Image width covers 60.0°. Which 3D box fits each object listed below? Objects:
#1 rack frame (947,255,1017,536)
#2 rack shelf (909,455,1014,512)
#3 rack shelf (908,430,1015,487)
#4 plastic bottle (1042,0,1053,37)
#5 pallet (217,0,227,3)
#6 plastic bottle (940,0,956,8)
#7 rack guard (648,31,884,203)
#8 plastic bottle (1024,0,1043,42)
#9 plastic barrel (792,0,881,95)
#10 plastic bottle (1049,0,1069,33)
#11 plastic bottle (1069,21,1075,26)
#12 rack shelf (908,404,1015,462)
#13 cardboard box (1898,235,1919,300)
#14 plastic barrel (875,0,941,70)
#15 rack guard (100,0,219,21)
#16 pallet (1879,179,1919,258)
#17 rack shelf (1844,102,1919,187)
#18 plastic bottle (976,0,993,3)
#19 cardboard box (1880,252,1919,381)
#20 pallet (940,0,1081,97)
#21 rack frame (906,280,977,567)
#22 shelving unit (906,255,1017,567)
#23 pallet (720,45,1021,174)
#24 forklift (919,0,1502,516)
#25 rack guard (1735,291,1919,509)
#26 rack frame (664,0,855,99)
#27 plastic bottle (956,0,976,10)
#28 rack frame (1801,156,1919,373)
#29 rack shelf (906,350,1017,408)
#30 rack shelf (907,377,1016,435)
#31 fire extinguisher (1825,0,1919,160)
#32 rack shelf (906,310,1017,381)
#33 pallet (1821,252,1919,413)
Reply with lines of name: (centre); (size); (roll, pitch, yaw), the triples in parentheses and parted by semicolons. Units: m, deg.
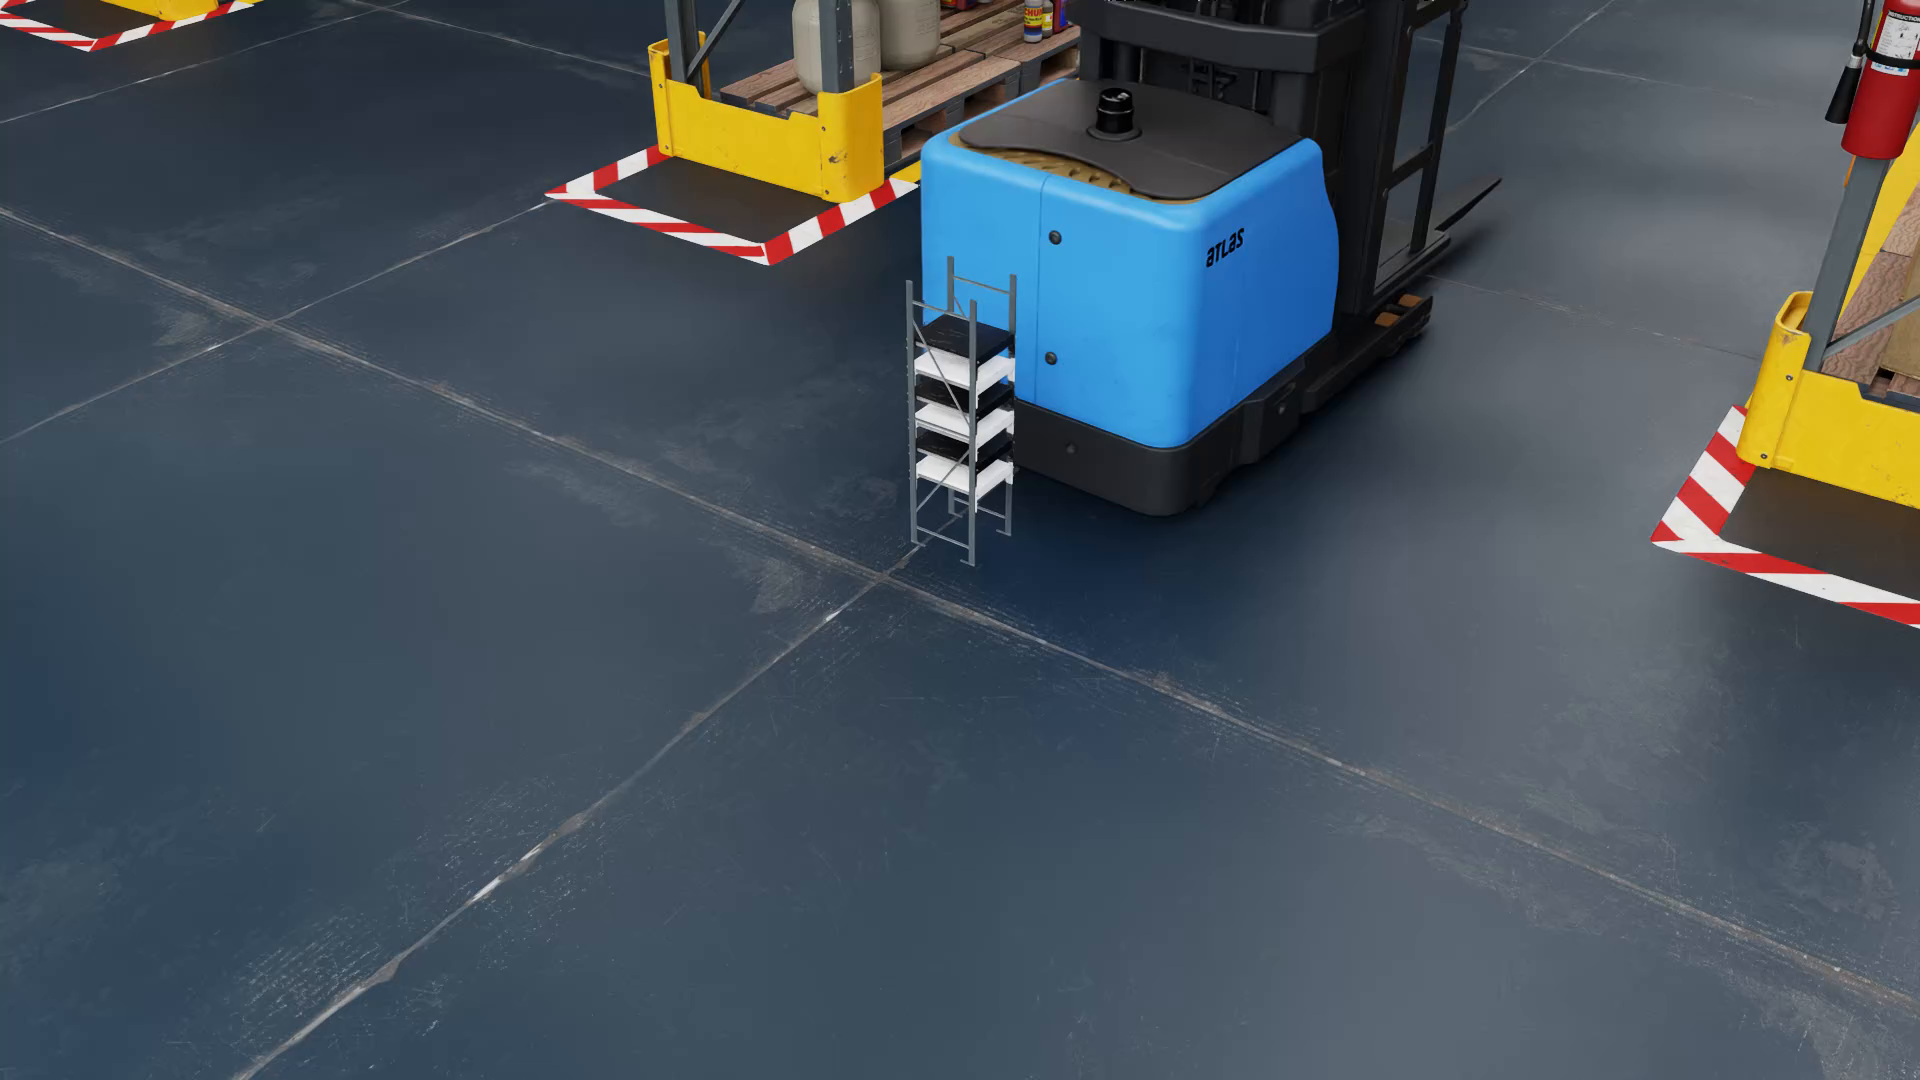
rack frame: (0.063, -0.423, 5.073); (0.240, 0.900, 0.006); (21, 39, 28)
rack shelf: (0.005, -0.200, 5.123); (0.258, 0.077, 0.200); (21, 39, 28)
rack shelf: (0.005, -0.274, 5.073); (0.258, 0.077, 0.200); (21, 39, 28)
plastic bottle: (0.442, -2.768, 8.770); (0.097, 0.201, 0.097); (0, 34, 0)
pallet: (-4.572, -3.756, 10.616); (1.003, 0.211, 1.213); (21, 39, 28)
plastic bottle: (-0.053, -3.109, 9.208); (0.152, 0.276, 0.135); (22, 40, 29)
rack guard: (-0.902, -1.977, 7.727); (1.175, 0.500, 0.348); (21, 39, 28)
plastic bottle: (0.383, -2.749, 8.680); (0.097, 0.271, 0.097); (0, 34, 0)
plastic barrel: (-0.594, -2.433, 8.016); (0.421, 0.512, 0.421); (0, 34, 0)
plastic bottle: (0.527, -2.852, 8.822); (0.061, 0.283, 0.133); (22, 40, 29)
plastic bottle: (0.579, -2.907, 8.914); (0.097, 0.271, 0.097); (0, 34, 0)
rack shelf: (0.005, -0.349, 5.022); (0.258, 0.077, 0.200); (21, 39, 28)
cardboard box: (3.845, -1.087, 6.036); (0.500, 0.500, 0.500); (-25, 41, -32)
plastic barrel: (-0.308, -2.664, 8.357); (0.421, 0.512, 0.421); (0, 34, 0)
rack guard: (-4.987, -3.500, 9.979); (1.175, 0.500, 0.348); (21, 39, 28)
pallet: (4.394, -1.182, 6.809); (1.003, 0.211, 1.213); (21, 39, 28)
rack shelf: (4.303, -2.003, 6.176); (1.077, 0.370, 4.000); (21, 39, 28)
plastic bottle: (0.139, -3.110, 9.277); (0.097, 0.201, 0.097); (0, 34, 0)
cardboard box: (3.532, -0.801, 5.613); (0.500, 0.500, 0.500); (-29, 43, -35)
pallet: (0.262, -2.788, 9.185); (1.003, 0.211, 1.213); (21, 39, 28)
rack frame: (-0.053, -0.330, 4.934); (0.240, 0.900, 0.006); (21, 39, 28)
shelving unit: (0.005, -0.376, 5.003); (0.258, 0.900, 0.210); (21, 39, 28)
pallet: (-0.434, -2.229, 8.358); (1.003, 0.211, 1.213); (21, 39, 28)
forklift: (1.158, -2.056, 5.674); (1.130, 2.935, 3.031); (23, 40, 30)
rack guard: (3.206, -0.380, 5.365); (1.175, 0.500, 0.348); (21, 39, 28)
rack frame: (-0.907, -2.962, 6.953); (1.000, 3.000, 0.127); (21, 39, 28)
plastic bottle: (0.034, -3.078, 9.156); (0.061, 0.283, 0.133); (21, 39, 28)
rack frame: (3.162, -1.380, 4.613); (1.000, 3.000, 0.127); (21, 39, 28)
rack shelf: (0.005, -0.498, 4.921); (0.258, 0.077, 0.200); (21, 39, 28)
rack shelf: (0.005, -0.423, 4.972); (0.258, 0.077, 0.200); (21, 39, 28)
fire extinguisher: (2.718, -1.443, 4.775); (0.296, 0.674, 0.183); (21, 39, 28)
rack shelf: (0.005, -0.573, 4.871); (0.258, 0.077, 0.200); (21, 39, 28)
pallet: (3.698, -0.623, 5.982); (1.003, 0.211, 1.213); (21, 39, 28)
